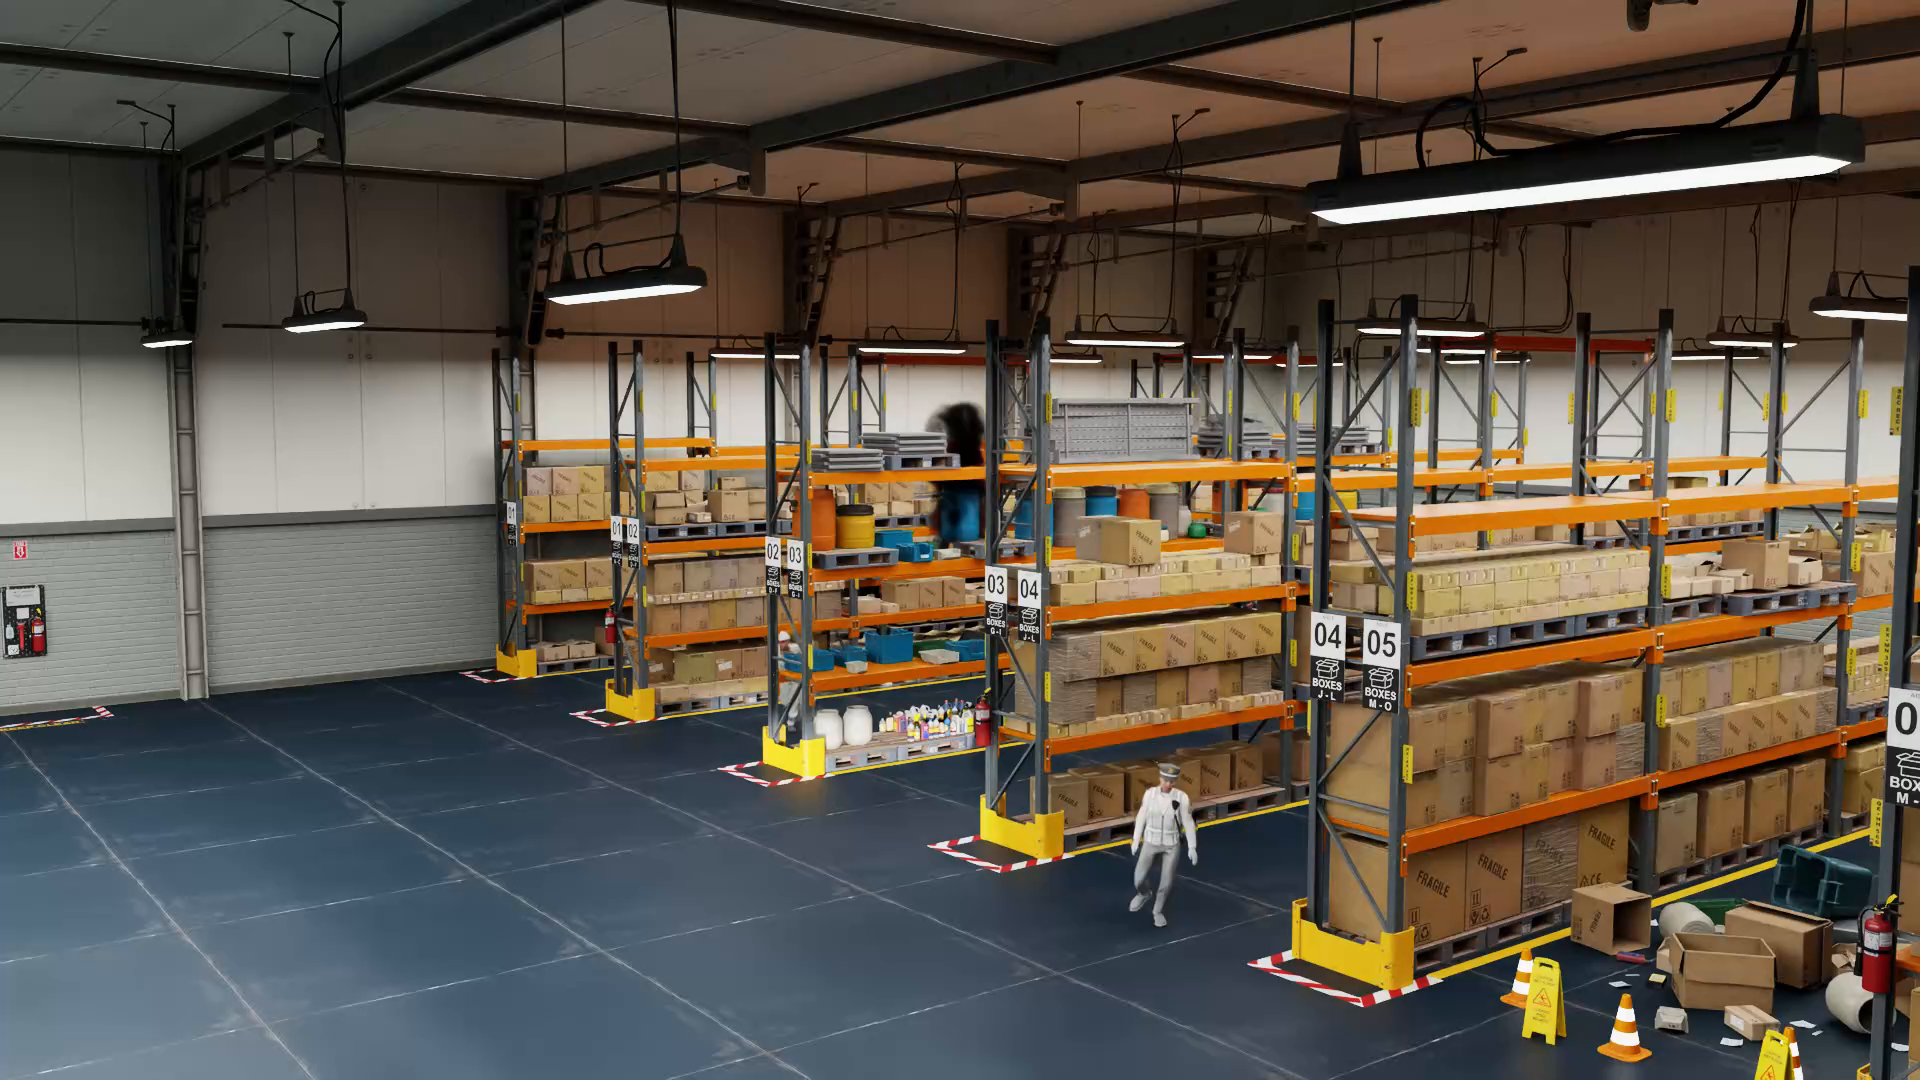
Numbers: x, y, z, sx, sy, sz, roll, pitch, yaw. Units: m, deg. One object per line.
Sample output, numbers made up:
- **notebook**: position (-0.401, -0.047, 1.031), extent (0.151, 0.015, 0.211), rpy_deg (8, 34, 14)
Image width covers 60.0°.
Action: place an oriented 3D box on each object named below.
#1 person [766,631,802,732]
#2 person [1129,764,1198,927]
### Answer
- **person**: position (-2.640, 2.145, 25.510), extent (0.675, 1.593, 0.970), rpy_deg (1, 5, 12)
- **person**: position (1.975, 2.940, 16.124), extent (0.685, 1.615, 0.563), rpy_deg (1, 5, 11)
